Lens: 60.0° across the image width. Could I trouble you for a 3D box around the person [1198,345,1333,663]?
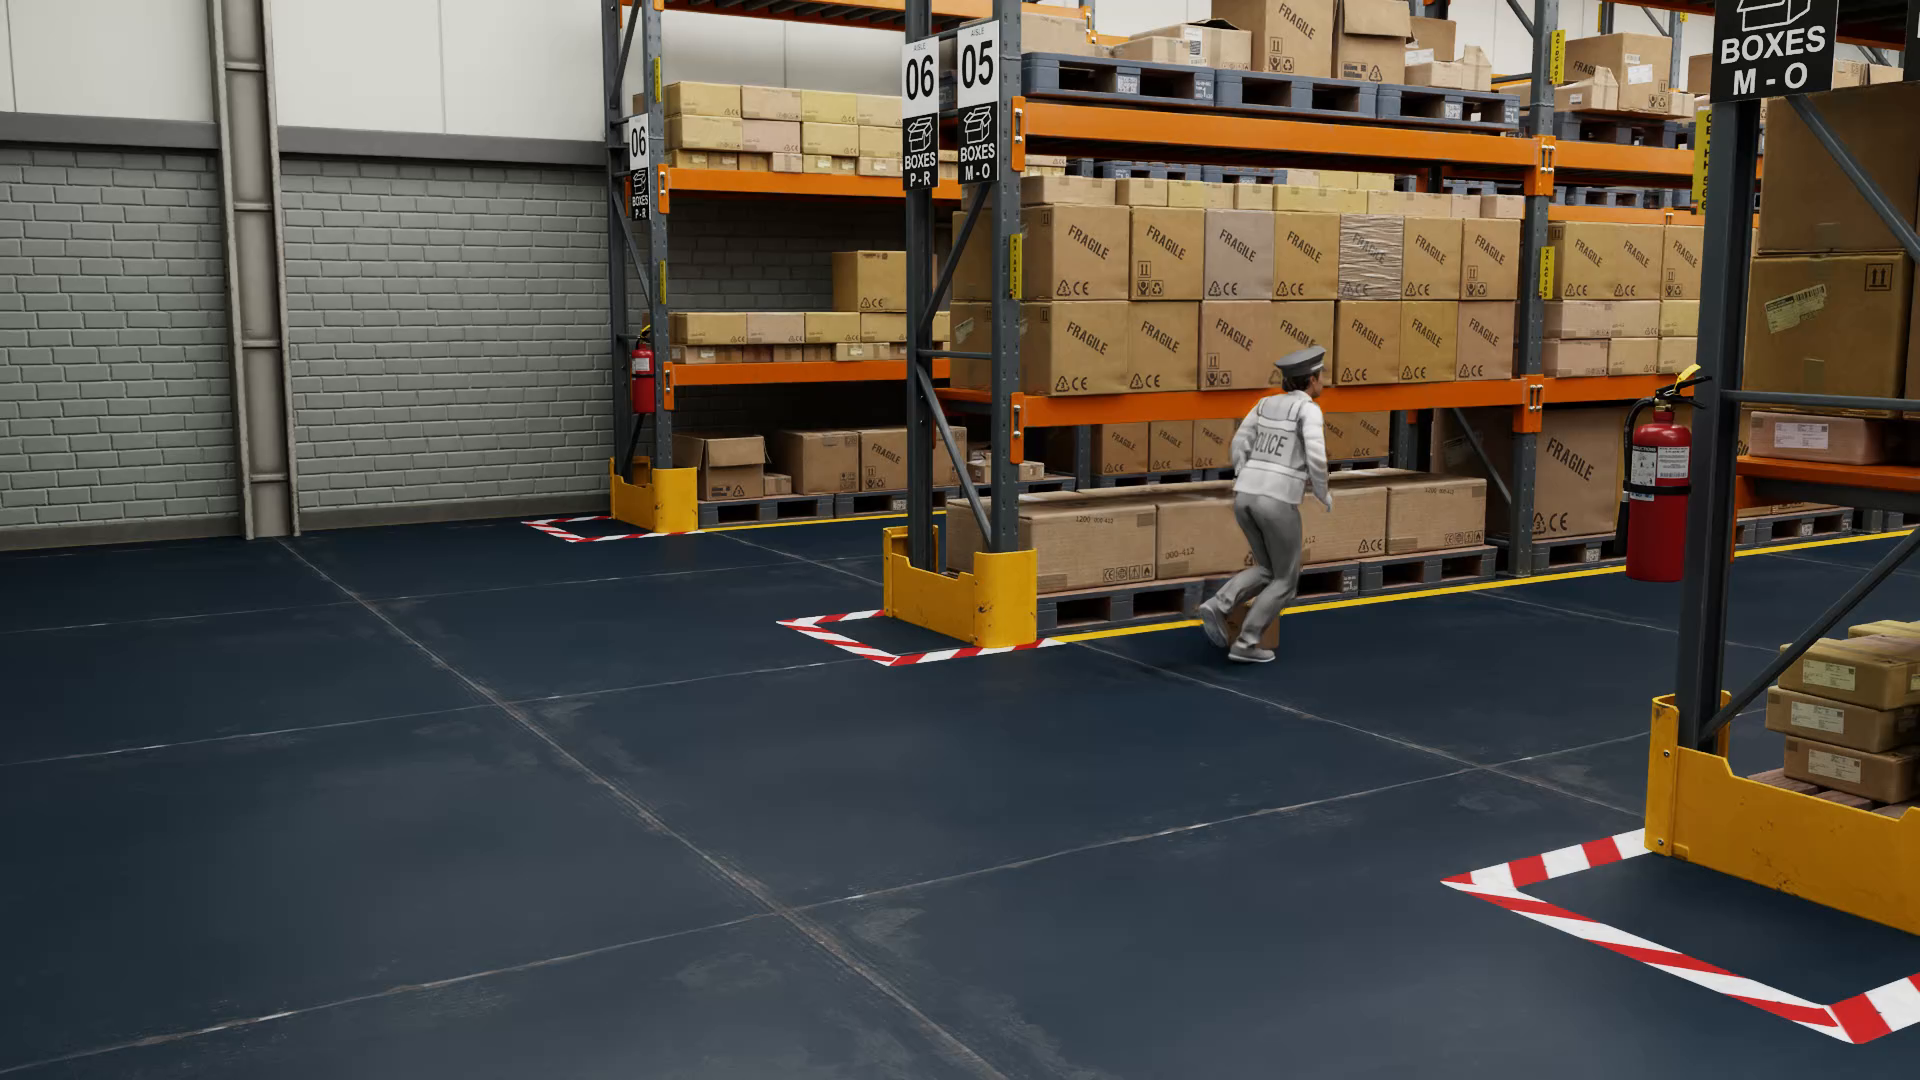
[{"bbox_3d":[1.537,-0.168,8.293,0.667,1.589,0.640,-5,9,-29],"label":"person"}]
